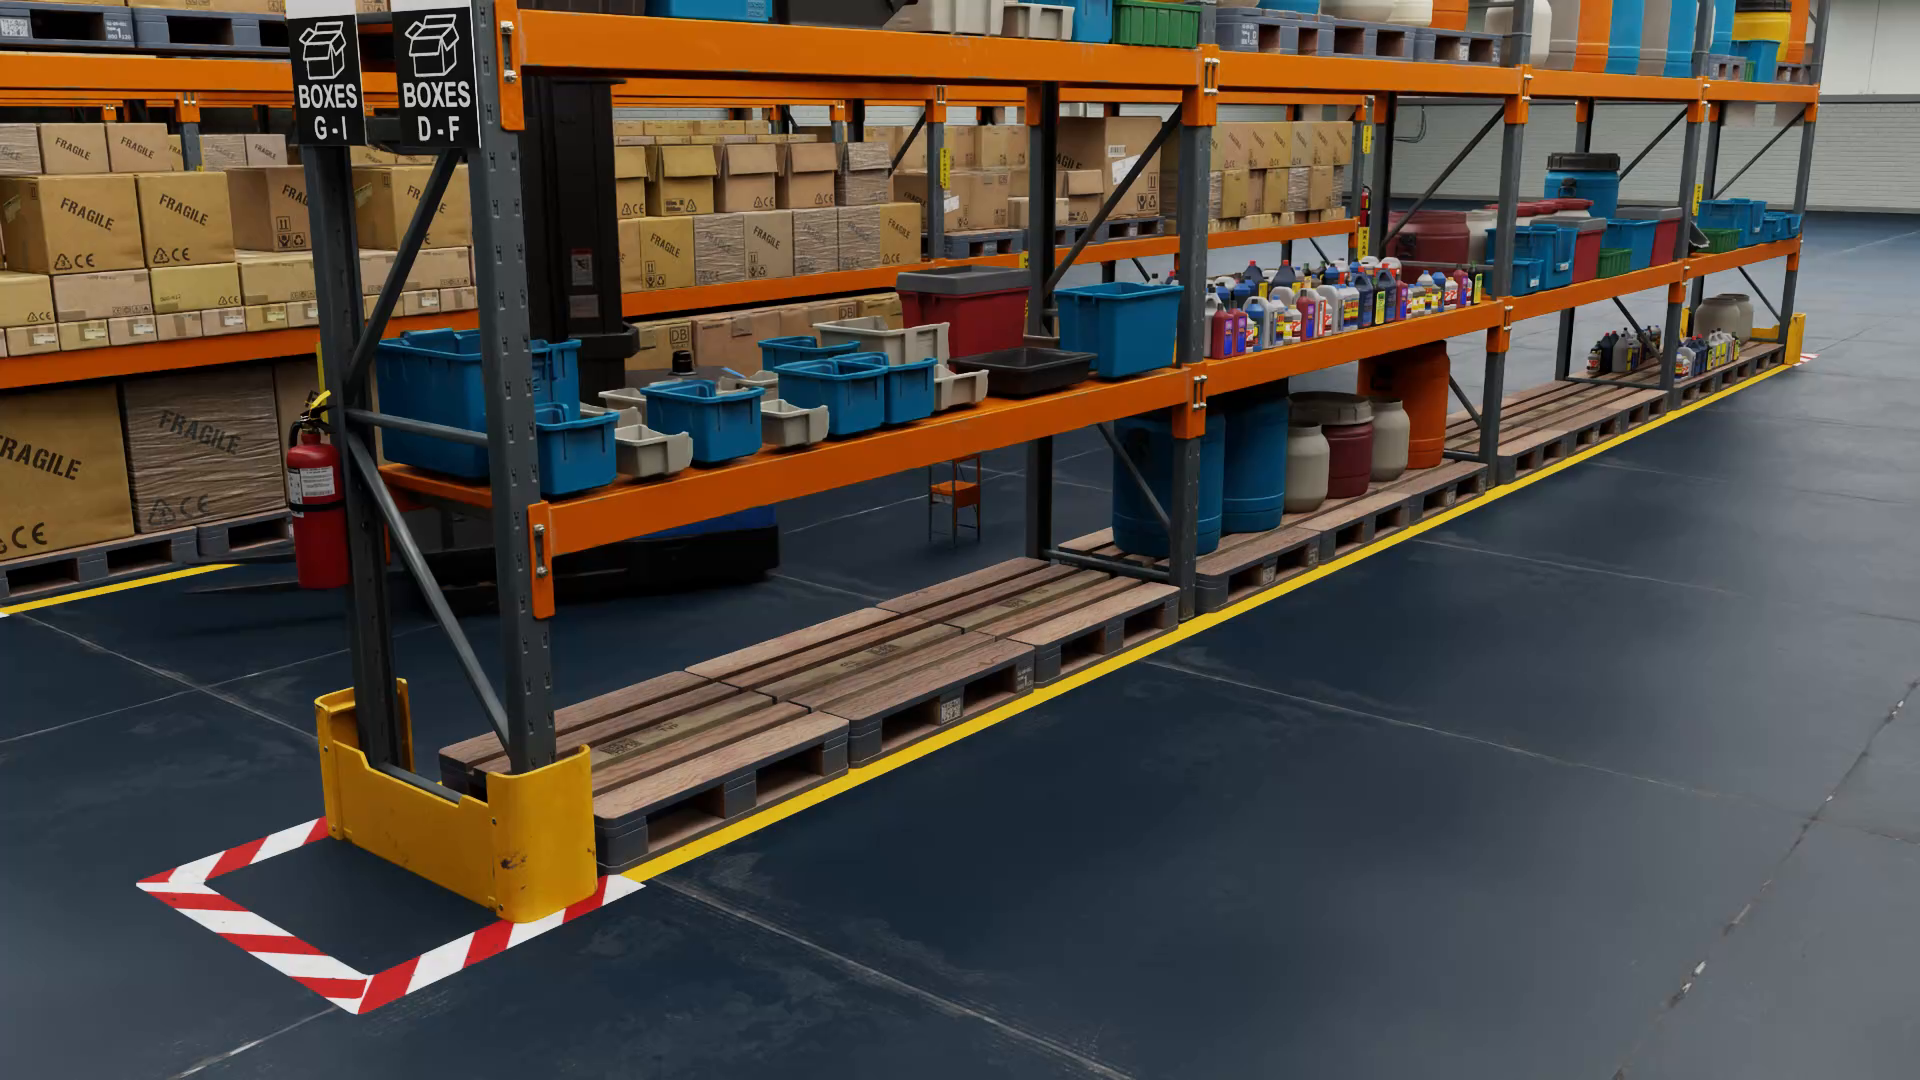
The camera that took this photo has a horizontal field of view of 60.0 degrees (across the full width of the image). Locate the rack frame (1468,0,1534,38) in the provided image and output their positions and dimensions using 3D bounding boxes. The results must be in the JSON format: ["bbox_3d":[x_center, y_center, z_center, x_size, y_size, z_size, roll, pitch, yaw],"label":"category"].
[{"bbox_3d":[3.292,-4.793,10.713,1.000,3.000,0.127,11,18,38],"label":"rack frame"}]

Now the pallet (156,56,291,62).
[{"bbox_3d":[-6.398,-4.137,14.605,1.213,0.211,1.003,11,18,38],"label":"pallet"}]

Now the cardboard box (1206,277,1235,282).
[{"bbox_3d":[2.920,-2.722,18.969,0.500,0.500,0.500,9,17,33],"label":"cardboard box"}]

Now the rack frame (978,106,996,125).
[{"bbox_3d":[0.674,-4.971,23.597,1.000,3.000,0.127,11,18,38],"label":"rack frame"}]

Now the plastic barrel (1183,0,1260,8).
[{"bbox_3d":[1.304,-2.904,8.242,0.433,0.535,0.433,0,14,0],"label":"plastic barrel"}]

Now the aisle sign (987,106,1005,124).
[{"bbox_3d":[0.485,-6.291,23.513,0.394,0.787,0.004,11,18,38],"label":"aisle sign"}]

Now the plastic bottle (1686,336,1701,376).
[{"bbox_3d":[6.636,-1.671,15.095,0.144,0.351,0.185,12,18,39],"label":"plastic bottle"}]

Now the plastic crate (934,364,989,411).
[{"bbox_3d":[-0.082,-0.640,6.965,0.293,0.136,0.466,11,18,38],"label":"plastic crate"}]

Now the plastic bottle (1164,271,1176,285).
[{"bbox_3d":[1.218,-1.357,9.474,0.144,0.351,0.185,11,18,38],"label":"plastic bottle"}]

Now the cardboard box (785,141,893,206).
[{"bbox_3d":[-1.032,-3.049,13.791,0.797,0.503,0.637,12,19,39],"label":"cardboard box"}]

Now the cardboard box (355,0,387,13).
[{"bbox_3d":[-3.861,-3.378,9.978,0.700,0.500,0.500,12,19,40],"label":"cardboard box"}]

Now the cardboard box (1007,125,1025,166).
[{"bbox_3d":[0.410,-5.502,23.189,0.875,0.550,0.550,11,18,38],"label":"cardboard box"}]

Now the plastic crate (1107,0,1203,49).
[{"bbox_3d":[0.747,-2.342,7.589,0.450,0.188,0.662,11,18,38],"label":"plastic crate"}]

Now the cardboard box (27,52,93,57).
[{"bbox_3d":[-7.290,-3.824,13.296,0.500,0.250,0.500,11,18,37],"label":"cardboard box"}]

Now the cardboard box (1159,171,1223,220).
[{"bbox_3d":[2.285,-3.687,17.737,0.875,0.500,0.500,11,18,38],"label":"cardboard box"}]

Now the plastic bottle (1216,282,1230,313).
[{"bbox_3d":[1.514,-1.359,9.641,0.097,0.271,0.097,0,14,0],"label":"plastic bottle"}]

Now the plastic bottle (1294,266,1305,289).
[{"bbox_3d":[2.155,-1.614,10.644,0.097,0.271,0.097,0,14,0],"label":"plastic bottle"}]

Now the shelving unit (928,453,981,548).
[{"bbox_3d":[-0.034,-0.499,9.953,0.215,1.050,0.252,11,18,38],"label":"shelving unit"}]

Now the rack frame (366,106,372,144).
[{"bbox_3d":[-9.617,-5.719,26.542,1.000,3.000,0.127,11,18,38],"label":"rack frame"}]

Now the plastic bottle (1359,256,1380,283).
[{"bbox_3d":[2.769,-1.792,11.337,0.152,0.276,0.135,11,18,38],"label":"plastic bottle"}]

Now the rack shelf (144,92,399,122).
[{"bbox_3d":[-5.612,-4.161,15.778,1.077,0.370,4.000,11,18,38],"label":"rack shelf"}]

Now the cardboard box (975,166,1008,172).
[{"bbox_3d":[0.147,-4.856,22.843,0.875,0.550,0.550,11,18,38],"label":"cardboard box"}]

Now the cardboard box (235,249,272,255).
[{"bbox_3d":[-4.527,-1.620,10.108,0.500,0.250,0.500,11,18,38],"label":"cardboard box"}]

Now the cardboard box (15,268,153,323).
[{"bbox_3d":[-4.755,-1.342,9.013,0.500,0.250,0.500,11,18,37],"label":"cardboard box"}]

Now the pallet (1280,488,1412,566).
[{"bbox_3d":[2.062,-0.144,10.259,1.003,0.211,1.213,11,18,38],"label":"pallet"}]

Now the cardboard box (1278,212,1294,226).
[{"bbox_3d":[3.588,-3.672,18.995,0.380,0.149,0.250,11,18,38],"label":"cardboard box"}]

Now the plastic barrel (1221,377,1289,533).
[{"bbox_3d":[1.578,-0.543,9.576,0.600,0.901,0.708,11,18,38],"label":"plastic barrel"}]

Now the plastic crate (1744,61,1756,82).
[{"bbox_3d":[7.010,-4.262,15.147,0.336,0.188,0.450,11,18,38],"label":"plastic crate"}]

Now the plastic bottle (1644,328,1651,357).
[{"bbox_3d":[6.723,-1.943,16.329,0.097,0.271,0.097,0,14,0],"label":"plastic bottle"}]

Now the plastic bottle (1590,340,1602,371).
[{"bbox_3d":[5.852,-1.691,15.311,0.061,0.283,0.133,12,19,40],"label":"plastic bottle"}]

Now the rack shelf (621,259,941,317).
[{"bbox_3d":[-1.817,-1.920,13.049,1.077,0.370,4.000,11,18,38],"label":"rack shelf"}]

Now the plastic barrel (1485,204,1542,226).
[{"bbox_3d":[4.301,-2.344,12.983,0.433,0.535,0.433,0,14,0],"label":"plastic barrel"}]

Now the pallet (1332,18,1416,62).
[{"bbox_3d":[1.905,-2.864,9.597,1.003,0.211,1.213,11,18,38],"label":"pallet"}]

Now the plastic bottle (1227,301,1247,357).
[{"bbox_3d":[1.424,-1.092,8.567,0.061,0.283,0.133,11,18,38],"label":"plastic bottle"}]

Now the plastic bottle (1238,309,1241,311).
[{"bbox_3d":[1.487,-1.138,8.915,0.097,0.201,0.097,0,14,0],"label":"plastic bottle"}]

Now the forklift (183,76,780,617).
[{"bbox_3d":[-2.570,-1.168,8.767,3.031,2.935,1.130,-6,15,-23],"label":"forklift"}]

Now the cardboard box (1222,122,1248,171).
[{"bbox_3d":[2.747,-4.238,17.874,0.500,0.500,0.500,11,18,38],"label":"cardboard box"}]

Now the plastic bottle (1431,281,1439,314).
[{"bbox_3d":[2.955,-1.526,10.441,0.097,0.201,0.097,0,14,0],"label":"plastic bottle"}]

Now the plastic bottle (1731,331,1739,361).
[{"bbox_3d":[7.448,-1.869,16.012,0.061,0.283,0.133,12,18,39],"label":"plastic bottle"}]

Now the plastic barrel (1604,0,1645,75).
[{"bbox_3d":[4.833,-3.966,12.534,0.600,0.901,0.708,11,18,38],"label":"plastic barrel"}]

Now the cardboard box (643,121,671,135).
[{"bbox_3d":[-4.634,-5.866,24.282,0.700,0.500,0.500,11,18,36],"label":"cardboard box"}]

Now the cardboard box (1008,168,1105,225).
[{"bbox_3d":[0.936,-3.325,16.056,0.797,0.503,0.637,14,20,43],"label":"cardboard box"}]

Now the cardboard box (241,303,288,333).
[{"bbox_3d":[-4.143,-1.309,9.696,0.380,0.149,0.250,11,18,36],"label":"cardboard box"}]

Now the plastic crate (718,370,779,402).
[{"bbox_3d":[-0.843,-0.608,6.840,0.298,0.136,0.250,11,18,38],"label":"plastic crate"}]

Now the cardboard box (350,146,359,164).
[{"bbox_3d":[-7.805,-4.632,20.603,0.500,0.500,0.500,11,18,36],"label":"cardboard box"}]

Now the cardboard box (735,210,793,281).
[{"bbox_3d":[-1.640,-2.275,12.785,0.500,0.500,0.500,12,18,39],"label":"cardboard box"}]

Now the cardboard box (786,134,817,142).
[{"bbox_3d":[-2.148,-4.642,20.068,0.700,0.500,0.500,11,18,37],"label":"cardboard box"}]

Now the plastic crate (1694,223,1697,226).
[{"bbox_3d":[7.508,-3.168,17.036,0.298,0.136,0.250,11,18,38],"label":"plastic crate"}]

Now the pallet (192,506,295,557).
[{"bbox_3d":[-4.379,-0.166,10.347,1.003,0.211,1.213,11,18,38],"label":"pallet"}]

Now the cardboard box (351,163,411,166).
[{"bbox_3d":[-3.890,-2.175,10.771,0.500,0.500,0.500,11,18,38],"label":"cardboard box"}]

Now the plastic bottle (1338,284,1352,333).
[{"bbox_3d":[2.187,-1.326,9.512,0.097,0.271,0.097,0,14,0],"label":"plastic bottle"}]

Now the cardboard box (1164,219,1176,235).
[{"bbox_3d":[2.323,-3.290,17.494,0.380,0.149,0.250,11,18,38],"label":"cardboard box"}]

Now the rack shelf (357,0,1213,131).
[{"bbox_3d":[-0.479,-1.841,6.647,1.077,0.370,4.000,11,18,38],"label":"rack shelf"}]

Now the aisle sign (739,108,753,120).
[{"bbox_3d":[-3.442,-7.037,26.452,0.394,0.787,0.004,11,18,38],"label":"aisle sign"}]
